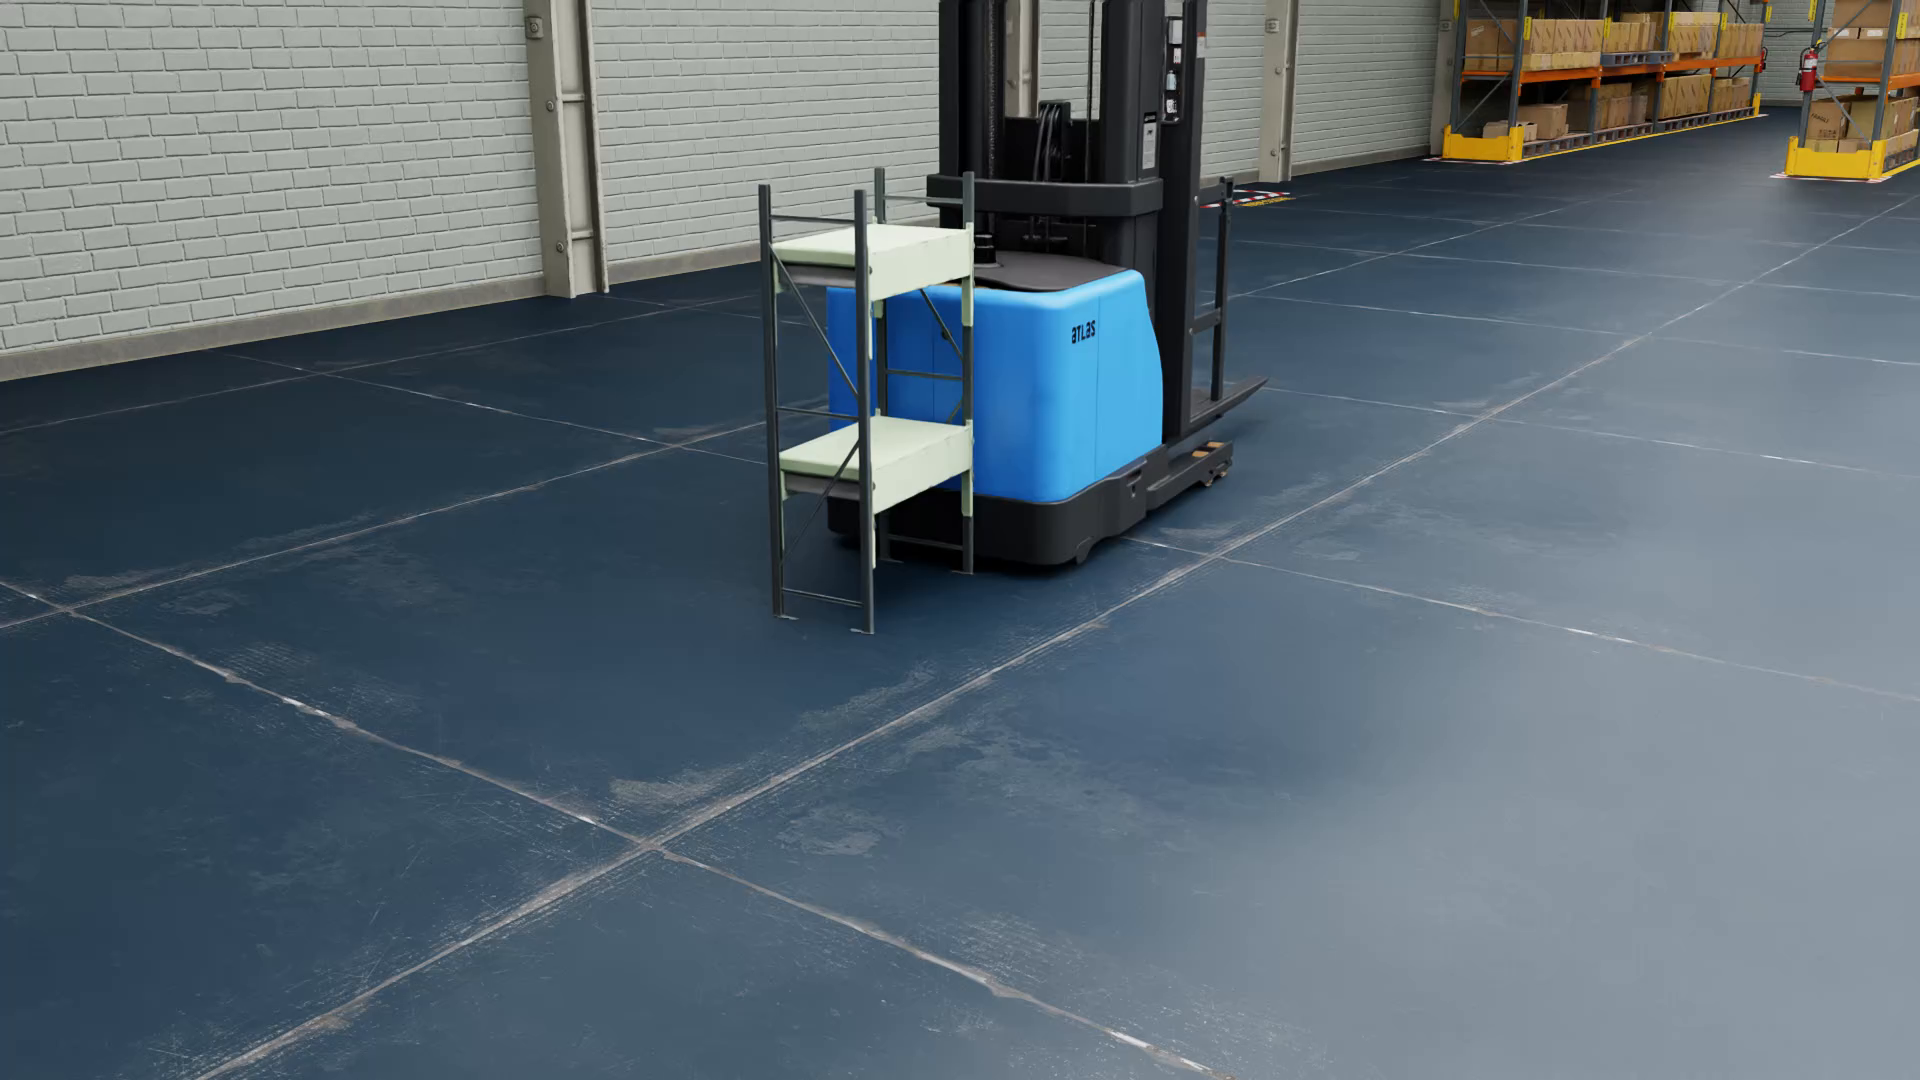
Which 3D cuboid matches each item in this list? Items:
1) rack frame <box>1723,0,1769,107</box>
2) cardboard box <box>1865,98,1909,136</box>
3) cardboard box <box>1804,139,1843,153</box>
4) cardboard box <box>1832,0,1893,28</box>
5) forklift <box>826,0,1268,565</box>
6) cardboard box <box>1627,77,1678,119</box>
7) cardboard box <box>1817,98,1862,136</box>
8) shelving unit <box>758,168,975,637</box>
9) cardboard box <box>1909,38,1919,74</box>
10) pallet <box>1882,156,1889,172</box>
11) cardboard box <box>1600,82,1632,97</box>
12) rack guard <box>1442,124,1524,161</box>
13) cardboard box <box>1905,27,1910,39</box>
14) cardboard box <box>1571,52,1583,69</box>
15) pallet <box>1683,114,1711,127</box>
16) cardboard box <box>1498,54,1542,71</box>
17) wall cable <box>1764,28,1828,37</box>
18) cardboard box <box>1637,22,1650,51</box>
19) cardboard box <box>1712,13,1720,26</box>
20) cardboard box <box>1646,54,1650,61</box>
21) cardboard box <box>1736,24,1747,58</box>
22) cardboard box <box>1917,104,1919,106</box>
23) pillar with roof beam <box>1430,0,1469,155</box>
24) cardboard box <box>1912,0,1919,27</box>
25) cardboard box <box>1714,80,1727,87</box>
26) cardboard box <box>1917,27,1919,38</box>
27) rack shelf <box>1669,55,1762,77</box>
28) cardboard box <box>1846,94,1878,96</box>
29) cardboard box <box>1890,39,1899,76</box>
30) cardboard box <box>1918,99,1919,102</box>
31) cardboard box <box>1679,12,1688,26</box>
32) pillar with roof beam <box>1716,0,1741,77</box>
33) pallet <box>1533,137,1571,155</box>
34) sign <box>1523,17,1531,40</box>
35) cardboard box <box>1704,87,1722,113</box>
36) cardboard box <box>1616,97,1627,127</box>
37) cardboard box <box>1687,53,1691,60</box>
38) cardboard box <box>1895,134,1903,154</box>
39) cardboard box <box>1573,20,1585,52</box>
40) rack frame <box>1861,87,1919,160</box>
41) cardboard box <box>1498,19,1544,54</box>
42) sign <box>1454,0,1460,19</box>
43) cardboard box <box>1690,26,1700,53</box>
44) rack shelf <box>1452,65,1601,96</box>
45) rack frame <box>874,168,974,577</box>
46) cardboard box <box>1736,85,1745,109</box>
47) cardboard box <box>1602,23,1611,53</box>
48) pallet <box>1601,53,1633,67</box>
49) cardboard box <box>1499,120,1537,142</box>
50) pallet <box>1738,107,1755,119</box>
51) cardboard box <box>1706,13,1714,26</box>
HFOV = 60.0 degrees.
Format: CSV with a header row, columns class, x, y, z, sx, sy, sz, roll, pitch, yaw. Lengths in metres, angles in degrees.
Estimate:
class,x,y,z,sx,sy,sz,roll,pitch,yaw
rack frame,17.560,-11.130,37.526,1.000,3.000,0.127,12,21,35
cardboard box,13.401,-6.135,24.106,0.500,0.500,0.500,12,21,35
cardboard box,12.090,-5.512,23.363,0.500,0.250,0.500,12,21,35
cardboard box,12.327,-7.233,22.622,0.700,0.500,0.500,13,21,35
forklift,0.610,-1.694,7.257,1.130,2.935,3.031,9,19,27
cardboard box,13.337,-8.550,32.136,0.750,0.750,0.750,12,21,34
cardboard box,12.672,-6.111,24.029,0.500,0.500,0.500,12,21,35
shelving unit,-0.304,-0.513,5.865,0.431,1.500,0.755,9,19,27
cardboard box,13.822,-7.211,24.739,0.700,0.500,0.500,12,21,34
pallet,12.429,-5.302,23.462,1.003,0.211,1.213,12,21,35
cardboard box,12.016,-8.293,30.601,0.500,0.250,0.500,13,21,36
rack guard,8.072,-6.143,25.683,1.175,0.500,0.348,12,21,35
cardboard box,13.180,-7.165,23.495,0.380,0.149,0.250,12,21,34
cardboard box,9.781,-7.803,27.034,0.500,0.250,0.500,12,21,34
pallet,14.778,-8.648,34.237,1.003,0.211,1.213,12,21,35
cardboard box,8.573,-7.317,25.467,0.500,0.250,0.500,12,21,33
wall cable,21.217,-13.796,41.231,3.097,2.526,0.112,12,21,35
cardboard box,12.210,-9.231,30.500,0.700,0.500,0.500,10,20,30
cardboard box,15.104,-10.578,33.781,0.500,0.250,0.500,13,22,36
cardboard box,13.176,-9.151,31.545,0.380,0.149,0.250,12,21,34
cardboard box,16.378,-10.795,35.941,0.980,0.700,0.700,11,20,32
cardboard box,15.447,-6.849,26.722,0.500,0.311,0.500,12,21,33
pillar with roof beam,11.207,-9.743,22.944,9.100,9.000,0.400,12,21,35
cardboard box,13.532,-7.718,24.183,0.700,0.500,0.500,12,21,35
cardboard box,16.055,-9.703,35.344,0.380,0.149,0.250,13,22,37
cardboard box,13.793,-7.410,24.285,0.380,0.149,0.250,12,21,34
rack shelf,16.369,-10.310,36.099,1.077,0.370,4.000,12,21,35
cardboard box,13.863,-6.588,25.563,0.500,0.500,0.500,12,21,35
cardboard box,12.605,-6.727,23.180,0.700,0.500,0.500,13,22,36
cardboard box,16.226,-7.432,28.602,0.500,0.311,0.500,13,22,37
cardboard box,13.591,-9.973,31.831,0.500,0.250,0.500,12,21,34
pillar with roof beam,21.932,-14.030,36.750,9.100,9.000,0.400,12,21,35
pallet,9.312,-6.482,27.261,1.003,0.211,1.213,12,21,35
sign,8.463,-7.637,24.817,0.100,0.325,0.005,12,21,35
cardboard box,15.705,-9.344,35.282,0.700,0.500,0.500,13,21,35
cardboard box,11.733,-7.834,30.387,0.700,0.500,0.500,12,21,34
cardboard box,14.243,-9.580,32.925,0.380,0.149,0.250,13,22,36
cardboard box,13.401,-5.777,24.218,0.500,0.250,0.500,12,21,35
cardboard box,9.775,-8.163,26.925,0.500,0.500,0.500,12,21,33
rack frame,14.391,-7.397,25.506,1.000,3.000,0.127,12,21,35
cardboard box,8.553,-7.676,25.357,0.500,0.500,0.500,12,21,35
sign,7.593,-8.126,25.367,0.100,0.325,0.005,12,21,35
cardboard box,14.209,-9.861,32.735,0.500,0.500,0.500,13,22,36
rack shelf,9.219,-7.452,26.895,1.077,0.370,4.000,12,21,35
rack frame,-0.131,-0.608,6.173,0.400,1.500,0.023,9,19,27
cardboard box,16.925,-9.833,36.857,0.700,0.500,0.500,12,21,35
cardboard box,10.741,-8.645,28.613,0.700,0.500,0.500,12,21,35
pallet,10.982,-8.336,28.854,1.003,0.211,1.213,12,21,35
cardboard box,8.851,-6.530,26.504,0.500,0.311,0.500,15,22,39
pallet,17.147,-9.594,37.282,1.003,0.211,1.213,12,21,35
cardboard box,14.792,-10.458,33.394,0.500,0.250,0.500,13,21,36
